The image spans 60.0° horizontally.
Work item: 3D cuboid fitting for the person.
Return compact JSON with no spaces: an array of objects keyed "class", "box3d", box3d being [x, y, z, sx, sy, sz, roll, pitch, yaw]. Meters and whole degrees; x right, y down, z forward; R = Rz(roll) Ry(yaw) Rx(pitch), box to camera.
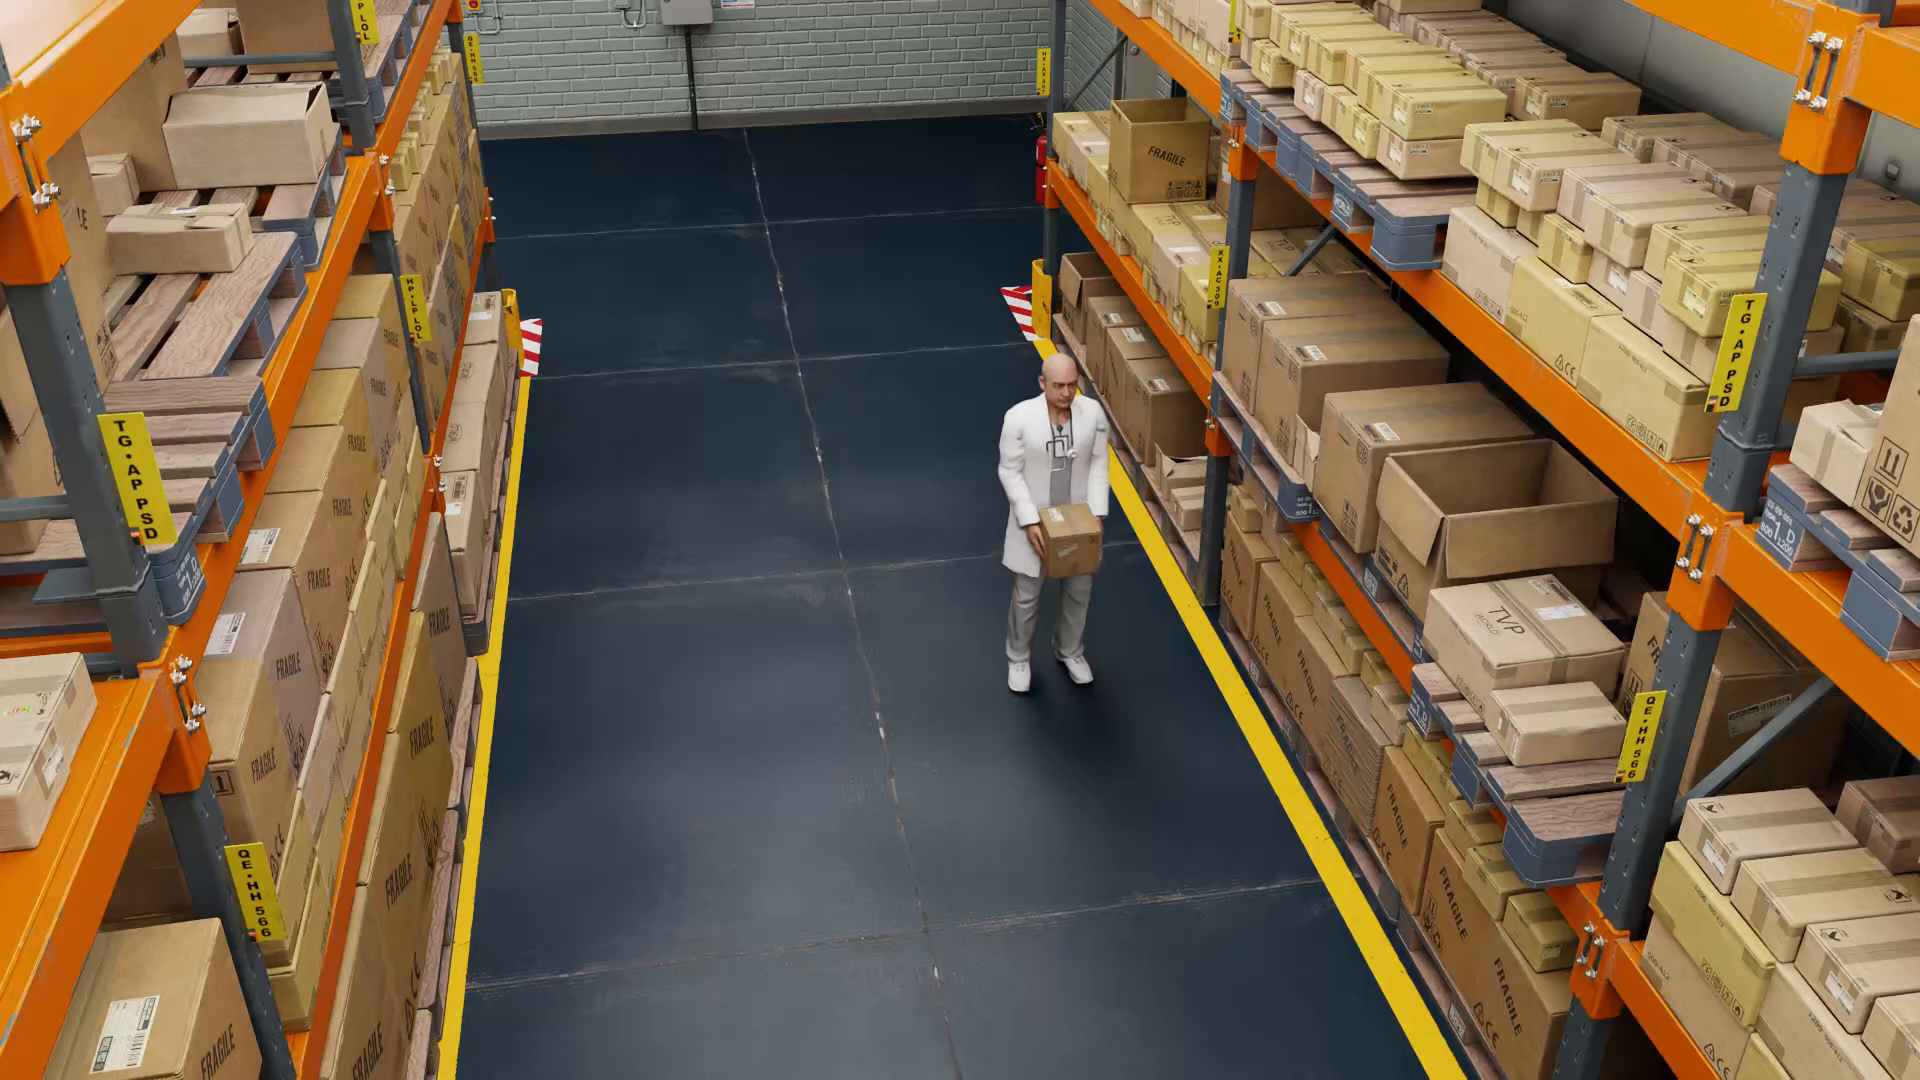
[{"class":"person","box3d":[0.482,-0.022,8.288,0.569,1.681,0.489,-6,31,-11]}]
